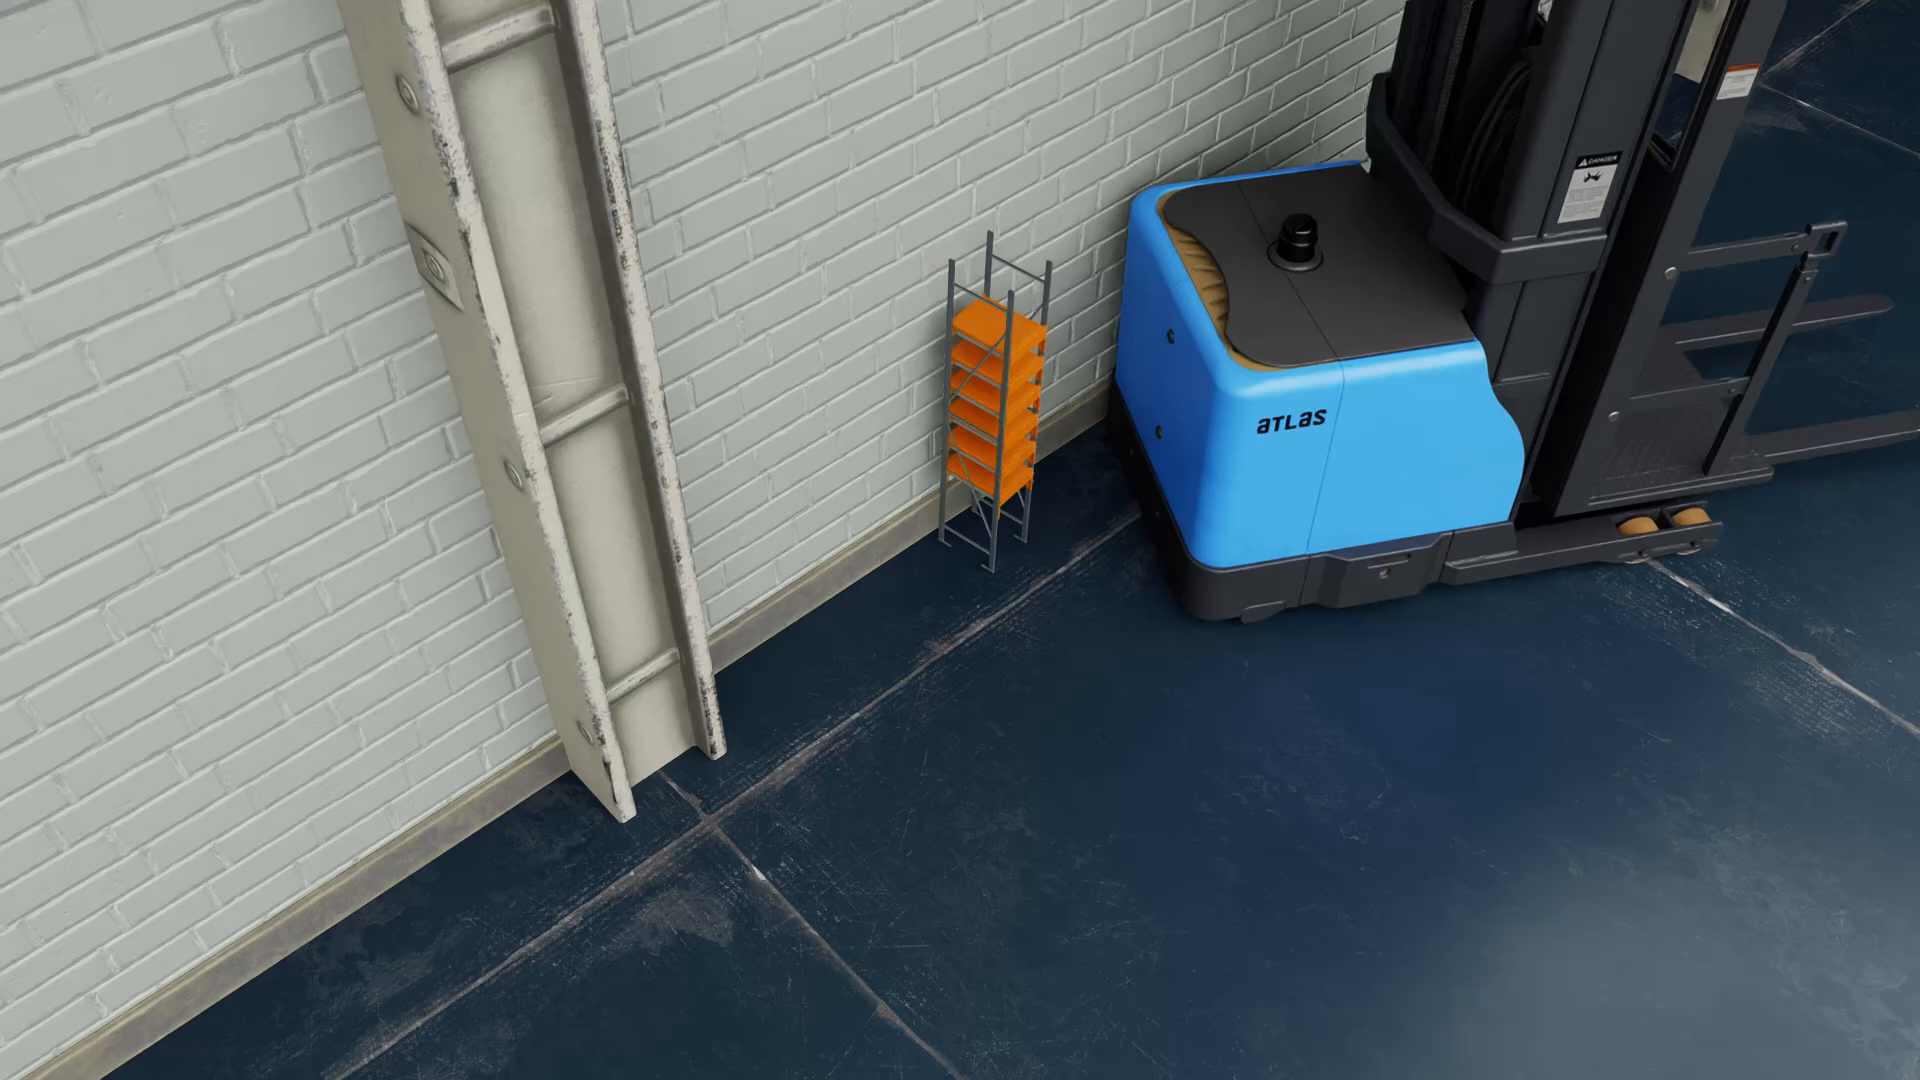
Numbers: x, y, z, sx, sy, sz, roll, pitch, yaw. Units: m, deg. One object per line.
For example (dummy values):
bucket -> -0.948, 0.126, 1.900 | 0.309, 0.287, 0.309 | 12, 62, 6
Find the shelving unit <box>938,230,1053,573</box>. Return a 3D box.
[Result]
shelving unit -> 0.099, -0.406, 5.301 | 0.258, 1.200, 0.189 | 31, 53, 24

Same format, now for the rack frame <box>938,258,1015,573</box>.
rack frame -> 0.042, -0.356, 5.250 | 0.240, 1.200, 0.006 | 31, 53, 24

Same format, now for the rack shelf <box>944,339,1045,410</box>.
rack shelf -> 0.106, -0.540, 5.159 | 0.258, 0.103, 0.180 | 31, 53, 24

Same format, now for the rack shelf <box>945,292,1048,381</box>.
rack shelf -> 0.110, -0.622, 5.071 | 0.258, 0.103, 0.180 | 31, 53, 24

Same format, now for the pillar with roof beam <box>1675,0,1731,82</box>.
pillar with roof beam -> 6.368, -3.010, 2.405 | 0.400, 9.000, 9.100 | -34, 56, -27

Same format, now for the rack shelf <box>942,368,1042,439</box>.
rack shelf -> 0.101, -0.458, 5.246 | 0.258, 0.103, 0.180 | 31, 53, 24

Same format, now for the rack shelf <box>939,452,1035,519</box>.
rack shelf -> 0.089, -0.211, 5.508 | 0.258, 0.103, 0.180 | 31, 53, 24

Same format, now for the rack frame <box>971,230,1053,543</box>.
rack frame -> 0.156, -0.457, 5.351 | 0.240, 1.200, 0.006 | 31, 53, 24

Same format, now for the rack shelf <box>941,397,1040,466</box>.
rack shelf -> 0.097, -0.376, 5.333 | 0.258, 0.103, 0.180 | 31, 53, 24

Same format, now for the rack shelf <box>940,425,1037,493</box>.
rack shelf -> 0.093, -0.294, 5.421 | 0.258, 0.103, 0.180 | 31, 53, 24

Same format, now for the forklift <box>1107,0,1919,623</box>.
forklift -> 2.105, -1.285, 4.941 | 3.031, 2.935, 1.130 | -9, 48, -8
